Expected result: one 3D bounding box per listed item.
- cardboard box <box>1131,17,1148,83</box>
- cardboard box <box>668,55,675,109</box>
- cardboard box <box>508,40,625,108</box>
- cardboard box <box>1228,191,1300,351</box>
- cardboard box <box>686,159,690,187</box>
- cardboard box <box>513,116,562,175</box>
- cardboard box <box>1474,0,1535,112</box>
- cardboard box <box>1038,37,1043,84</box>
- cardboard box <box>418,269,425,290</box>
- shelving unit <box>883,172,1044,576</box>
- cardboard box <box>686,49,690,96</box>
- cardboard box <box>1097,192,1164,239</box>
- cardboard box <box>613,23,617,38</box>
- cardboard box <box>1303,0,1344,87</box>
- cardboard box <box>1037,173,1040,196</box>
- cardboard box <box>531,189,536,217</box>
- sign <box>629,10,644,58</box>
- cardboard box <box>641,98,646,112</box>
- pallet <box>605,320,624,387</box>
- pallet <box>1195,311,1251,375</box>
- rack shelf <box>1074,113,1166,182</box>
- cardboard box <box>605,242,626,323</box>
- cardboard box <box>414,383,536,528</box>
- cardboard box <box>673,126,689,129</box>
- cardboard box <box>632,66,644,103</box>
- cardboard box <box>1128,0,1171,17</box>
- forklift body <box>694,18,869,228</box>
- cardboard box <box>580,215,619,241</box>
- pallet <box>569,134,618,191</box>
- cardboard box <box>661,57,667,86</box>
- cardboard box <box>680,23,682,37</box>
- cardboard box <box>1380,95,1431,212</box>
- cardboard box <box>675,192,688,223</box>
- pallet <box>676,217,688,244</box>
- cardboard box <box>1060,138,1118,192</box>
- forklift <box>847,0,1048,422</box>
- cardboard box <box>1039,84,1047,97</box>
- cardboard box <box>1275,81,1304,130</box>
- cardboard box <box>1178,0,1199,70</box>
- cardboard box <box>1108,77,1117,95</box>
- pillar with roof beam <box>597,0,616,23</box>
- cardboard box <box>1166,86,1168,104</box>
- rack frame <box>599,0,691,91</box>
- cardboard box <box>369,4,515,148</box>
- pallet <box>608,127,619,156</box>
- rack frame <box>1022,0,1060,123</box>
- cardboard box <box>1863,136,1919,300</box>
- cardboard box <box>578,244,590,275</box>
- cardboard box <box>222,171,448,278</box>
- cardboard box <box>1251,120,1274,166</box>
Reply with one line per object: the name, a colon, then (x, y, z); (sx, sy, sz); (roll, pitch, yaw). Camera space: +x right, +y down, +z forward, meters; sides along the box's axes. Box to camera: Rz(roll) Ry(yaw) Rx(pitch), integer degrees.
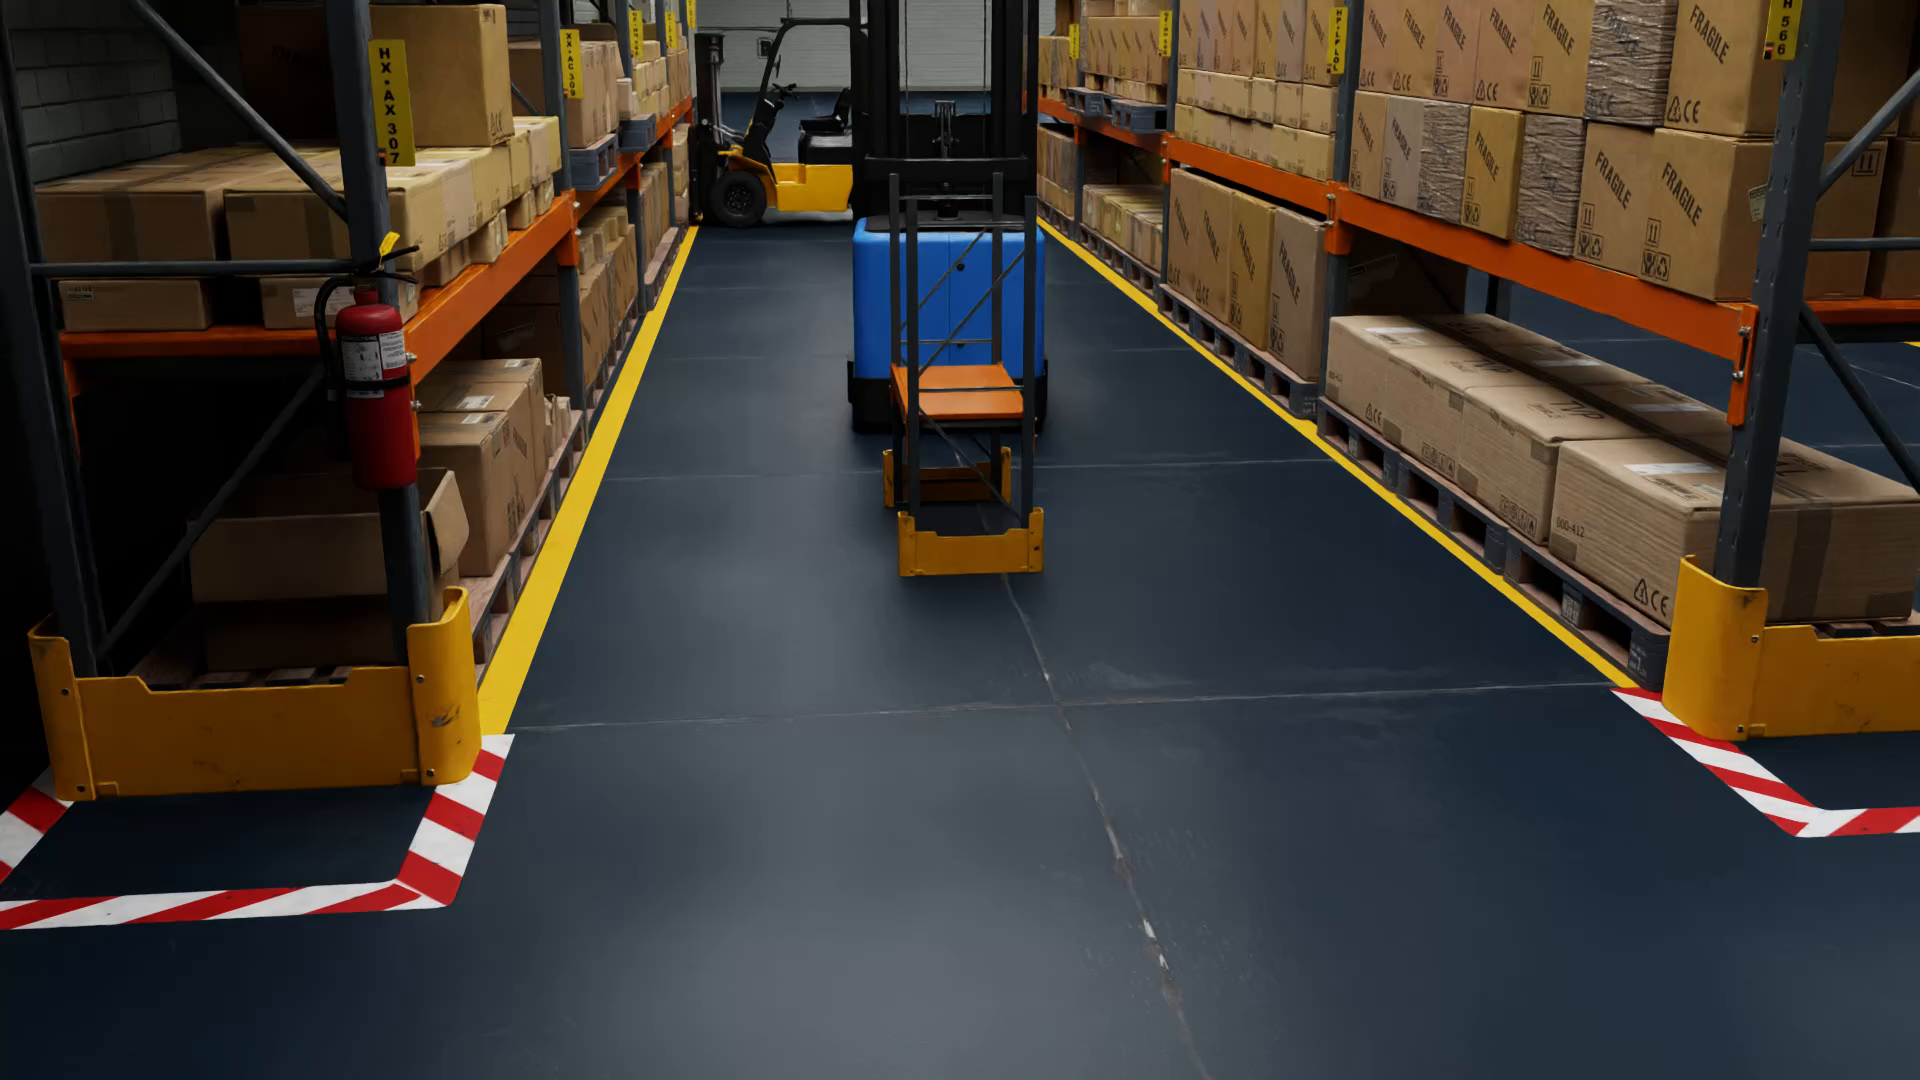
cardboard box: (1.678, -3.932, 13.330); (0.500, 0.500, 0.500); (-2, 18, -7)
cardboard box: (-3.070, -4.487, 16.295); (0.500, 0.500, 0.500); (-2, 18, -7)
cardboard box: (-2.519, -2.876, 10.458); (0.797, 0.503, 0.637); (-2, 18, -7)
cardboard box: (2.234, -1.708, 10.455); (0.875, 0.875, 0.875); (-1, 17, -4)
cardboard box: (-3.121, -3.880, 17.583); (0.500, 0.250, 0.500); (-2, 18, -6)
cardboard box: (-2.163, -1.842, 7.790); (0.500, 0.250, 0.500); (-1, 17, -4)
cardboard box: (2.423, -1.992, 6.677); (0.500, 0.500, 0.500); (-2, 18, -6)
cardboard box: (1.124, -5.379, 18.640); (0.500, 0.500, 0.500); (-2, 18, -7)
cardboard box: (-1.941, -0.862, 5.334); (0.380, 0.149, 0.250); (-2, 18, -6)
shelving unit: (-0.008, -0.738, 7.025); (0.587, 1.500, 1.083); (-2, 18, -6)
cardboard box: (-3.384, -5.400, 19.203); (0.500, 0.500, 0.500); (-2, 18, -7)
cardboard box: (1.787, -3.030, 15.506); (0.950, 0.372, 0.625); (-1, 17, -2)
cardboard box: (-3.717, -5.267, 17.198); (0.380, 0.149, 0.250); (-2, 18, -6)
cardboard box: (2.182, -2.720, 8.998); (0.500, 0.500, 0.500); (-1, 17, -4)
cardboard box: (1.094, -4.133, 19.222); (0.500, 0.250, 0.500); (-1, 17, -4)
cardboard box: (-2.075, -1.476, 7.290); (0.380, 0.149, 0.250); (-1, 17, -4)
sign: (-2.332, -3.642, 11.968); (0.100, 0.325, 0.005); (-2, 18, -6)
cardboard box: (-2.721, -3.326, 13.012); (0.500, 0.250, 0.500); (-2, 18, -7)
pallet: (-2.709, -1.191, 10.617); (1.003, 0.211, 1.213); (-2, 18, -6)
pallet: (2.195, -1.332, 11.066); (1.003, 0.211, 1.213); (-2, 18, -6)
rack shelf: (1.859, -3.514, 14.565); (1.077, 0.370, 4.000); (-2, 18, -6)
cardboard box: (-2.516, -1.691, 11.026); (0.500, 0.500, 0.500); (-1, 17, -3)
cardboard box: (-2.019, -0.333, 6.703); (0.500, 0.500, 0.500); (-1, 17, -5)
cardboard box: (-3.280, -4.577, 18.968); (0.500, 0.250, 0.500); (-1, 17, -5)
cardboard box: (-2.649, -3.415, 12.462); (0.500, 0.250, 0.500); (-2, 18, -6)
cardboard box: (1.616, -4.440, 13.864); (0.380, 0.149, 0.250); (-3, 18, -8)
forklift body: (-1.686, -4.577, 18.166); (2.313, 2.155, 1.214); (-2, 18, -6)
cardboard box: (-2.526, -2.125, 11.327); (0.380, 0.149, 0.250); (-2, 18, -7)
pallet: (-2.432, -2.066, 9.069); (1.003, 0.211, 1.213); (-2, 18, -6)
cardboard box: (-2.979, -4.328, 15.370); (0.500, 0.250, 0.500); (-2, 18, -7)
cardboard box: (-3.250, -5.589, 18.227); (0.380, 0.149, 0.250); (-1, 17, -4)
cardboard box: (2.314, -1.820, 7.799); (0.500, 0.500, 0.500); (-2, 18, -5)
cardboard box: (-3.004, -3.342, 16.704); (0.500, 0.250, 0.500); (-2, 18, -5)
pallet: (-3.324, -3.207, 17.040); (1.003, 0.211, 1.213); (-2, 18, -6)
cardboard box: (1.325, -3.868, 17.127); (0.500, 0.500, 0.500); (-2, 18, -6)
forklift: (-0.098, -2.419, 9.990); (1.130, 2.935, 3.031); (0, 17, -2)
cardboard box: (1.097, -5.108, 18.860); (0.380, 0.149, 0.250); (-1, 17, -4)
cardboard box: (2.132, -2.510, 9.579); (0.500, 0.250, 0.500); (-1, 17, -4)
cardboard box: (1.873, -3.632, 11.902); (0.500, 0.500, 0.500); (-2, 18, -7)
cardboard box: (1.503, -3.970, 14.535); (0.380, 0.149, 0.250); (-1, 17, -4)
pillar with roof beam: (-0.858, -10.038, 24.129); (9.100, 9.000, 0.400); (-2, 18, -6)
cardboard box: (1.798, -3.433, 12.822); (0.380, 0.149, 0.250); (-1, 17, -4)
rack frame: (-3.696, -5.491, 19.659); (1.000, 3.000, 0.127); (-2, 18, -6)
cardboard box: (-1.980, -1.742, 6.221); (0.500, 0.500, 0.500); (-1, 17, -4)
pallet: (-2.666, -2.437, 10.251); (1.003, 0.211, 1.213); (-2, 18, -6)
rack frame: (1.241, -5.645, 20.151); (1.000, 3.000, 0.127); (-2, 18, -6)
cardboard box: (3.127, -1.078, 5.436); (0.500, 0.500, 0.500); (-2, 18, -6)
cardboard box: (-2.405, -1.661, 9.849); (0.380, 0.149, 0.250); (-2, 18, -6)
cardboard box: (-1.825, -0.938, 4.910); (0.500, 0.250, 0.500); (-2, 18, -5)
cardboard box: (2.097, -2.427, 10.151); (0.500, 0.250, 0.500); (-2, 18, -7)
